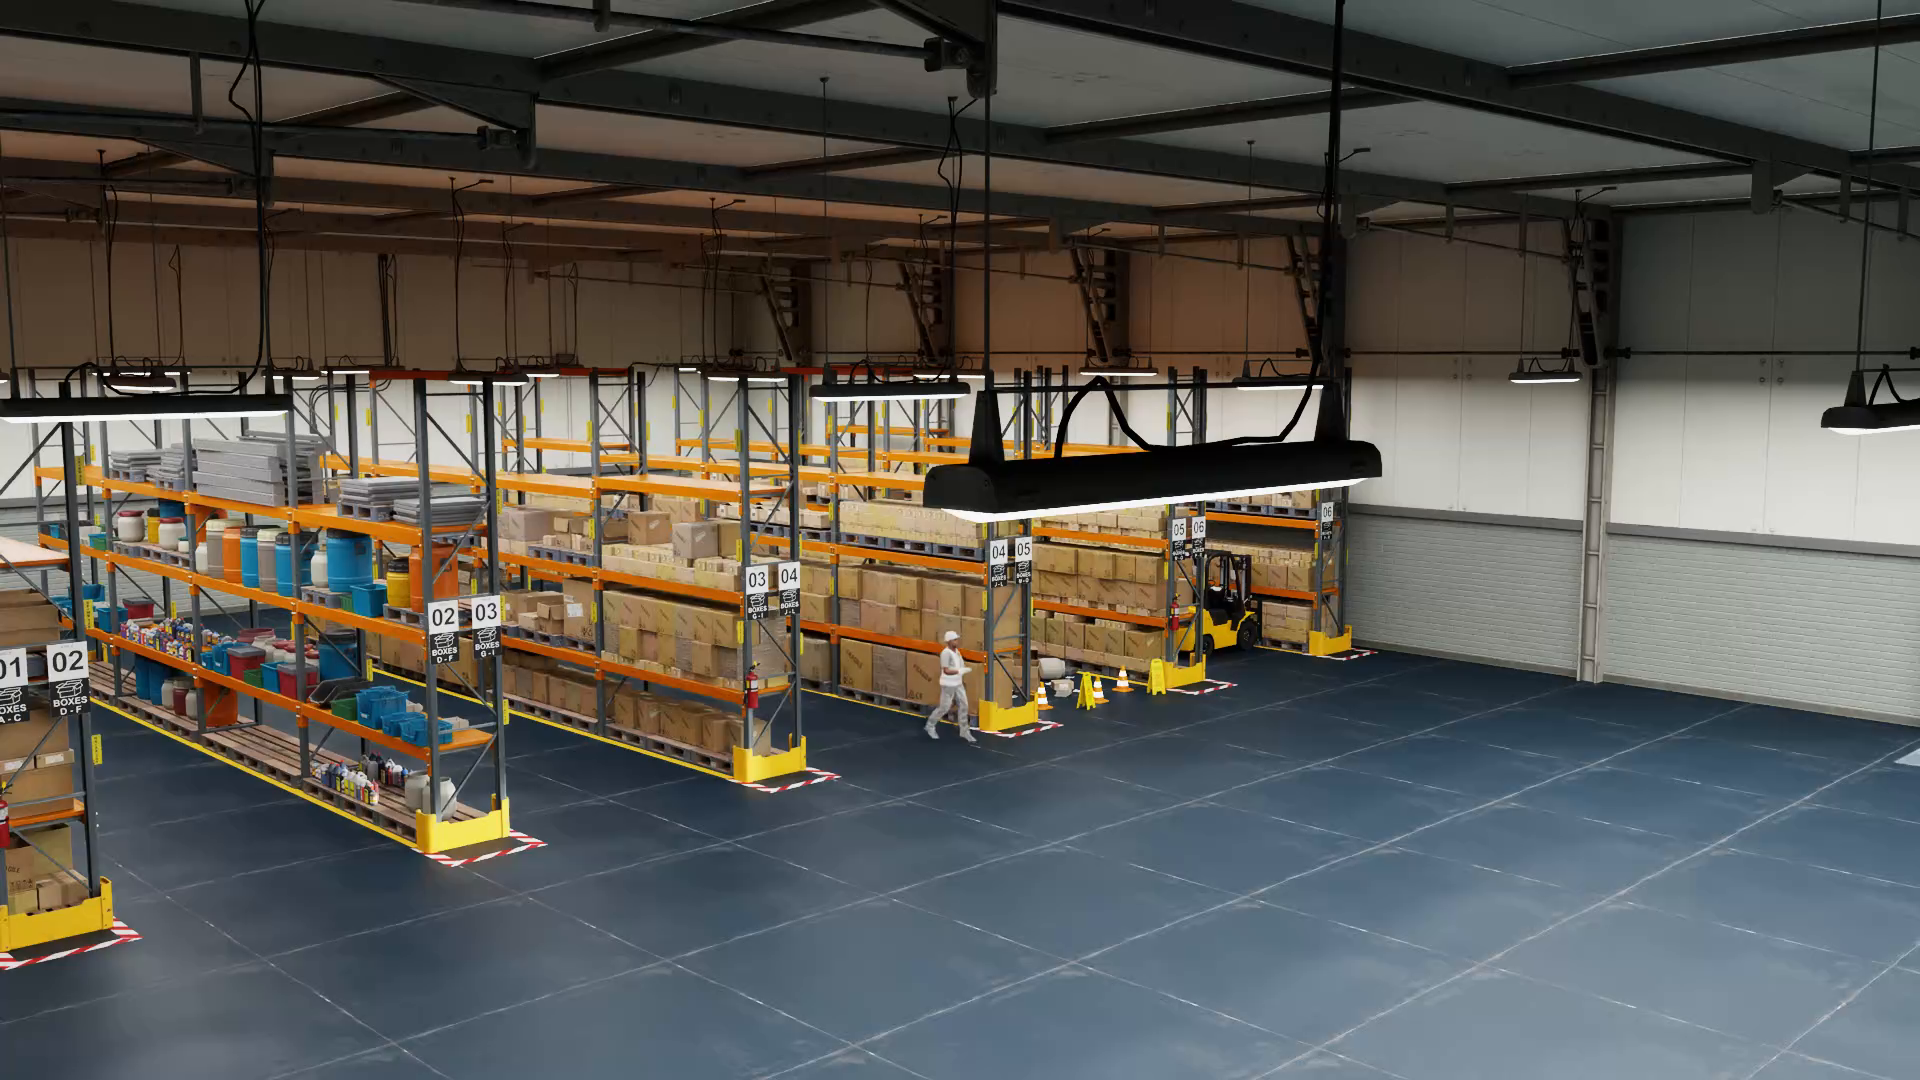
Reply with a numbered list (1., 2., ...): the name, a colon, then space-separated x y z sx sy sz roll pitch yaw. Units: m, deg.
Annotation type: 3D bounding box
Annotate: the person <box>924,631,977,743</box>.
1. person: -0.170 2.380 27.043 0.871 1.827 0.690 3 7 23
